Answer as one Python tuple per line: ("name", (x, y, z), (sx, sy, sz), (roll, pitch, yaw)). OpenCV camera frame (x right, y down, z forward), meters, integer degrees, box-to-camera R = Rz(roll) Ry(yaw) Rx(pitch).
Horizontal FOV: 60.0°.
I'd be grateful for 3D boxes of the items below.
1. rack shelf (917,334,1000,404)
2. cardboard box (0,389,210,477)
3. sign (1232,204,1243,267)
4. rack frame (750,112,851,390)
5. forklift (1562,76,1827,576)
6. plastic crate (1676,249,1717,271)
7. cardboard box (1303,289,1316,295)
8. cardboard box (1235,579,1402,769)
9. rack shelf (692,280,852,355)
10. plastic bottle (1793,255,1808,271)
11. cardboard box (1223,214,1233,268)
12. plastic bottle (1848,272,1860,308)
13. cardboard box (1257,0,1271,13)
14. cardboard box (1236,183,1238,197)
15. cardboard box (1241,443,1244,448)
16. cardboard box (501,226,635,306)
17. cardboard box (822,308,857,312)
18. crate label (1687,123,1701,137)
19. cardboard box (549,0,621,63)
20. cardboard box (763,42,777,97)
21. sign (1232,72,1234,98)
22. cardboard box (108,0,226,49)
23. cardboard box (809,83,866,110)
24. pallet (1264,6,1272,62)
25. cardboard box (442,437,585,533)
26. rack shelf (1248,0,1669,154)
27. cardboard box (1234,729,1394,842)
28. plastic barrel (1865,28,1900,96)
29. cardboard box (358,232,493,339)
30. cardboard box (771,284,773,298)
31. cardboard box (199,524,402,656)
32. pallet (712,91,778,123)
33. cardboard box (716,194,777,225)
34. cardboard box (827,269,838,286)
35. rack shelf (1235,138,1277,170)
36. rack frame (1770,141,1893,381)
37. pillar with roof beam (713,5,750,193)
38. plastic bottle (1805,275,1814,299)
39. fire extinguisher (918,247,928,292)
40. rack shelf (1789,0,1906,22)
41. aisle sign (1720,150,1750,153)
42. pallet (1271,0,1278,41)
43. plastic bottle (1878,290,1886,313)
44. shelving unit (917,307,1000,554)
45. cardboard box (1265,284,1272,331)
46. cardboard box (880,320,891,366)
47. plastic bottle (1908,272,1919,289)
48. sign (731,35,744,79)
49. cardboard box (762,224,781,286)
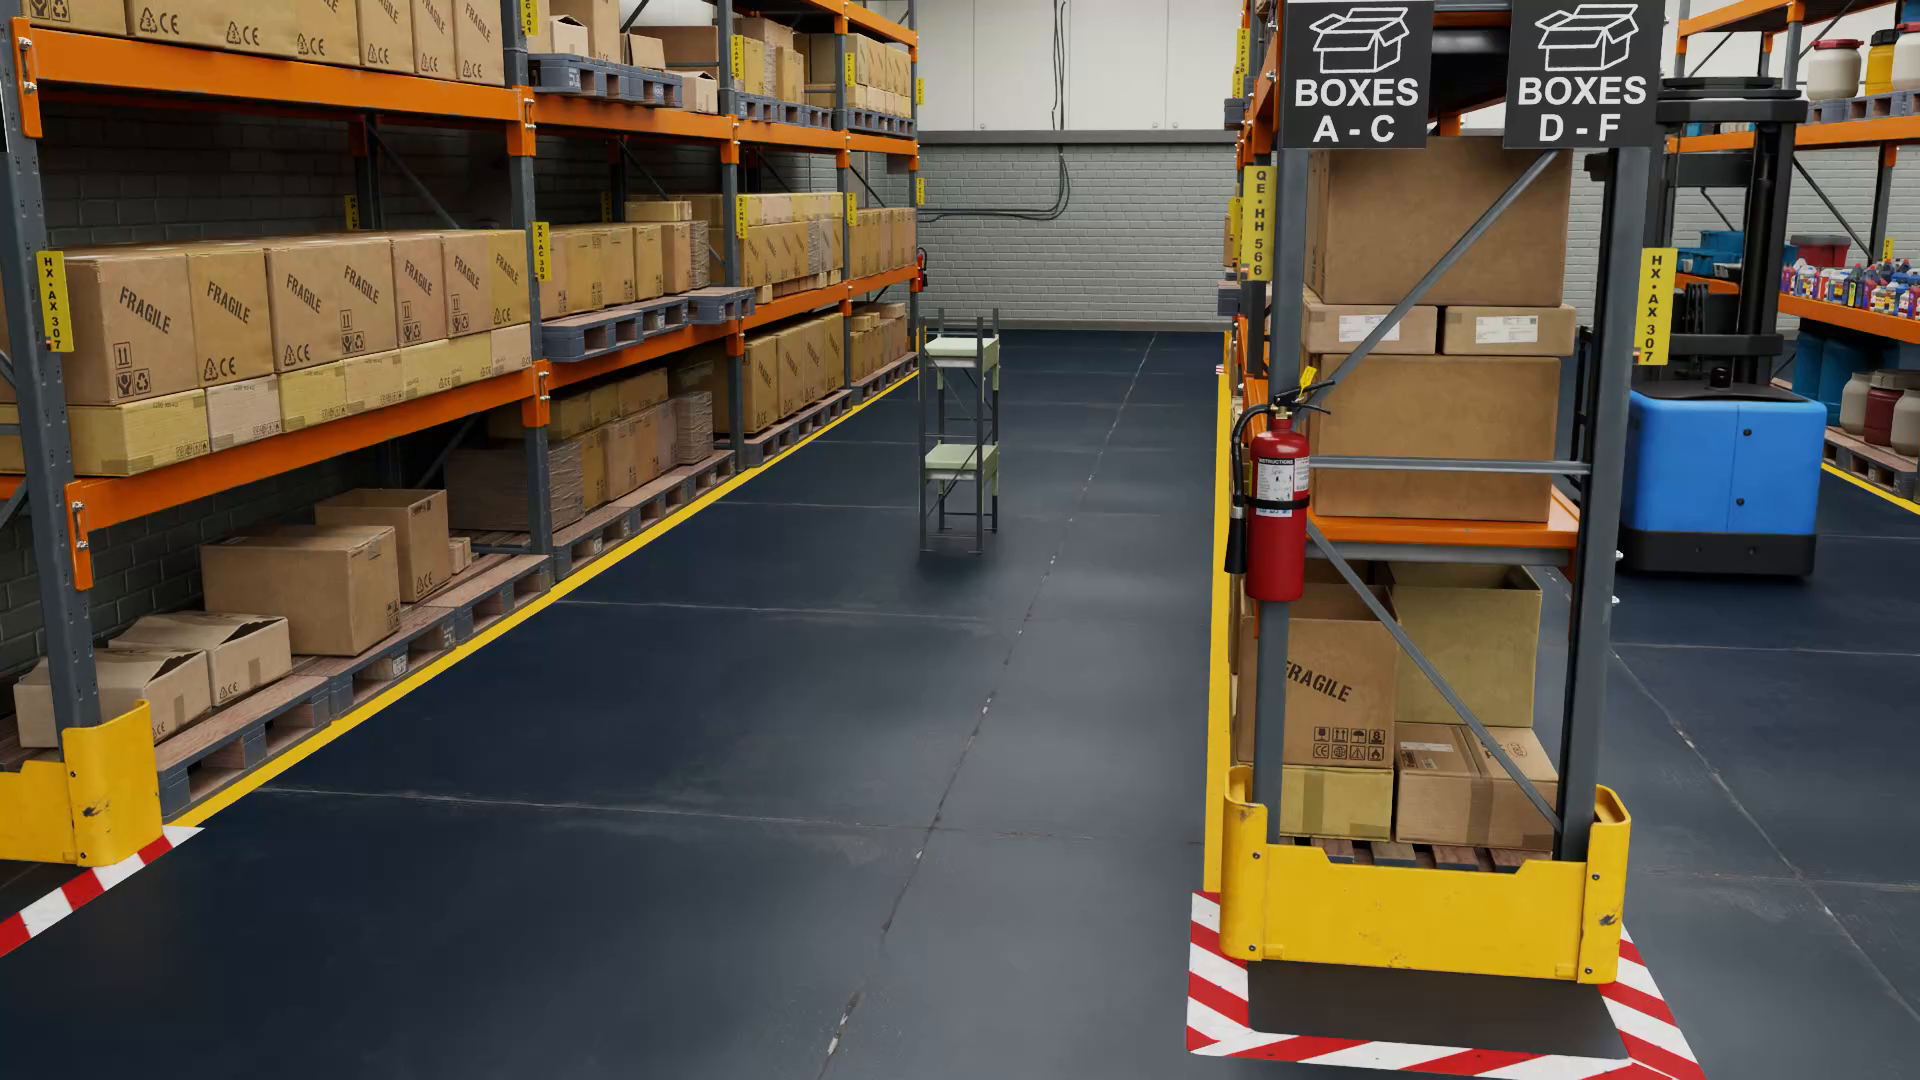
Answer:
("rack shelf", (-0.001, -1.113, 10.747), (0.431, 0.370, 0.720), (2, 12, 9))
("cardboard box", (-3.106, -0.400, 6.039), (0.500, 0.250, 0.500), (2, 12, 7))
("sign", (1.478, -1.588, 8.683), (0.100, 0.325, 0.005), (2, 12, 9))
("rack frame", (-1.649, -2.870, 17.193), (1.000, 3.000, 0.127), (2, 12, 9))
("forklift", (4.683, -1.483, 10.919), (1.130, 2.935, 3.031), (2, 12, 8))
("plastic crate", (8.291, -3.152, 18.753), (0.416, 0.233, 0.300), (2, 12, 9))
("cardboard box", (1.349, -0.772, 5.679), (0.380, 0.149, 0.250), (2, 12, 8))
("cardboard box", (1.189, 0.438, 5.590), (0.500, 0.500, 0.500), (2, 12, 9))
("rack shelf", (-1.957, -2.102, 15.337), (1.077, 0.370, 4.000), (2, 12, 9))
("plastic bottle", (7.760, -2.454, 15.378), (0.144, 0.351, 0.185), (2, 12, 9))
("cardboard box", (2.952, -2.874, 15.973), (0.700, 0.500, 0.500), (-2, 12, -10))
("plastic bottle", (7.390, -2.062, 13.718), (0.061, 0.283, 0.133), (2, 12, 9))
("cardboard box", (1.595, -2.533, 7.390), (0.500, 0.311, 0.500), (1, 12, 6))
("cardboard box", (3.301, -3.678, 18.331), (0.500, 0.500, 0.500), (2, 12, 8))
("cardboard box", (1.948, -0.487, 10.330), (0.500, 0.311, 0.500), (2, 12, 8))
("cardboard box", (-2.604, -1.828, 11.074), (0.700, 0.500, 0.500), (4, 13, 16))
("cardboard box", (-1.414, -2.623, 19.442), (0.380, 0.149, 0.250), (2, 12, 9))
("crate label", (8.294, -4.594, 18.424), (0.408, 0.251, 0.502), (2, 12, 9))
("cardboard box", (-2.527, -3.294, 10.802), (0.500, 0.500, 0.500), (1, 12, 7))
("cardboard box", (-2.055, -4.201, 14.965), (0.700, 0.500, 0.500), (2, 12, 9))
("sign", (3.325, -5.455, 19.989), (0.100, 0.325, 0.005), (2, 12, 9))
("cardboard box", (-3.078, -2.070, 6.072), (0.500, 0.500, 0.500), (3, 12, 12))
("cardboard box", (-1.282, -4.653, 17.466), (0.500, 0.250, 0.500), (2, 12, 8))
("pallet", (1.910, -2.290, 7.590), (1.003, 0.211, 1.213), (2, 12, 9))
("cardboard box", (-2.783, -0.352, 10.396), (0.700, 0.500, 0.500), (2, 12, 11))
("rack shelf", (1.708, -1.744, 6.552), (1.077, 0.370, 4.000), (2, 12, 9))
("cardboard box", (1.191, 0.805, 5.668), (0.500, 0.250, 0.500), (2, 12, 9))
("plastic barrel", (8.200, -4.117, 14.411), (0.600, 0.588, 0.600), (0, 12, 0))
("cardboard box", (-2.718, -1.296, 8.414), (0.500, 0.500, 0.500), (2, 12, 8))
("cardboard box", (-1.865, -2.201, 14.636), (0.380, 0.149, 0.250), (2, 12, 10))
("cardboard box", (-3.049, 0.224, 7.725), (0.700, 0.500, 0.500), (1, 12, 5))
("pallet", (-2.218, -3.548, 13.663), (1.213, 0.211, 1.003), (2, 12, 11))
("cardboard box", (-1.858, -2.807, 14.125), (0.500, 0.250, 0.500), (2, 12, 8))
("cardboard box", (-1.437, -2.625, 16.601), (0.380, 0.149, 0.250), (2, 12, 10))
("rack shelf", (3.554, -4.242, 18.143), (1.077, 0.370, 4.000), (2, 12, 9))
("rack frame", (8.140, -2.549, 15.703), (1.000, 3.000, 0.127), (2, 12, 9))
("pillar with roof beam", (1.858, -5.837, 16.720), (9.100, 9.000, 0.400), (2, 12, 9))
("plastic bottle", (7.576, -2.249, 14.779), (0.097, 0.201, 0.097), (0, 12, 0))
("fire extinguisher", (-0.555, -3.499, 21.180), (0.296, 0.674, 0.183), (2, 12, 9))
("rack shelf", (7.833, -4.519, 13.257), (1.077, 0.370, 4.000), (2, 12, 9))
("aisle sign", (9.056, -4.658, 19.319), (0.394, 0.787, 0.004), (2, 12, 9))
("pallet", (1.720, -2.037, 6.415), (1.003, 0.211, 1.213), (2, 12, 9))
("plastic bottle", (7.312, -1.891, 13.117), (0.097, 0.201, 0.097), (0, 12, 0))
("shelving unit", (-0.001, -0.732, 10.829), (0.431, 1.500, 0.755), (2, 12, 9))
("cardboard box", (2.302, -1.655, 11.763), (0.500, 0.311, 0.500), (2, 12, 8))
("cardboard box", (-1.196, -2.329, 19.615), (0.700, 0.500, 0.500), (1, 12, 7))
("plastic bottle", (8.083, -2.137, 14.094), (0.097, 0.271, 0.097), (0, 12, 0))
("sign", (-1.728, -3.739, 12.875), (0.100, 0.325, 0.005), (2, 12, 9))
("cardboard box", (-1.847, -2.443, 14.220), (0.500, 0.500, 0.500), (2, 12, 11))
